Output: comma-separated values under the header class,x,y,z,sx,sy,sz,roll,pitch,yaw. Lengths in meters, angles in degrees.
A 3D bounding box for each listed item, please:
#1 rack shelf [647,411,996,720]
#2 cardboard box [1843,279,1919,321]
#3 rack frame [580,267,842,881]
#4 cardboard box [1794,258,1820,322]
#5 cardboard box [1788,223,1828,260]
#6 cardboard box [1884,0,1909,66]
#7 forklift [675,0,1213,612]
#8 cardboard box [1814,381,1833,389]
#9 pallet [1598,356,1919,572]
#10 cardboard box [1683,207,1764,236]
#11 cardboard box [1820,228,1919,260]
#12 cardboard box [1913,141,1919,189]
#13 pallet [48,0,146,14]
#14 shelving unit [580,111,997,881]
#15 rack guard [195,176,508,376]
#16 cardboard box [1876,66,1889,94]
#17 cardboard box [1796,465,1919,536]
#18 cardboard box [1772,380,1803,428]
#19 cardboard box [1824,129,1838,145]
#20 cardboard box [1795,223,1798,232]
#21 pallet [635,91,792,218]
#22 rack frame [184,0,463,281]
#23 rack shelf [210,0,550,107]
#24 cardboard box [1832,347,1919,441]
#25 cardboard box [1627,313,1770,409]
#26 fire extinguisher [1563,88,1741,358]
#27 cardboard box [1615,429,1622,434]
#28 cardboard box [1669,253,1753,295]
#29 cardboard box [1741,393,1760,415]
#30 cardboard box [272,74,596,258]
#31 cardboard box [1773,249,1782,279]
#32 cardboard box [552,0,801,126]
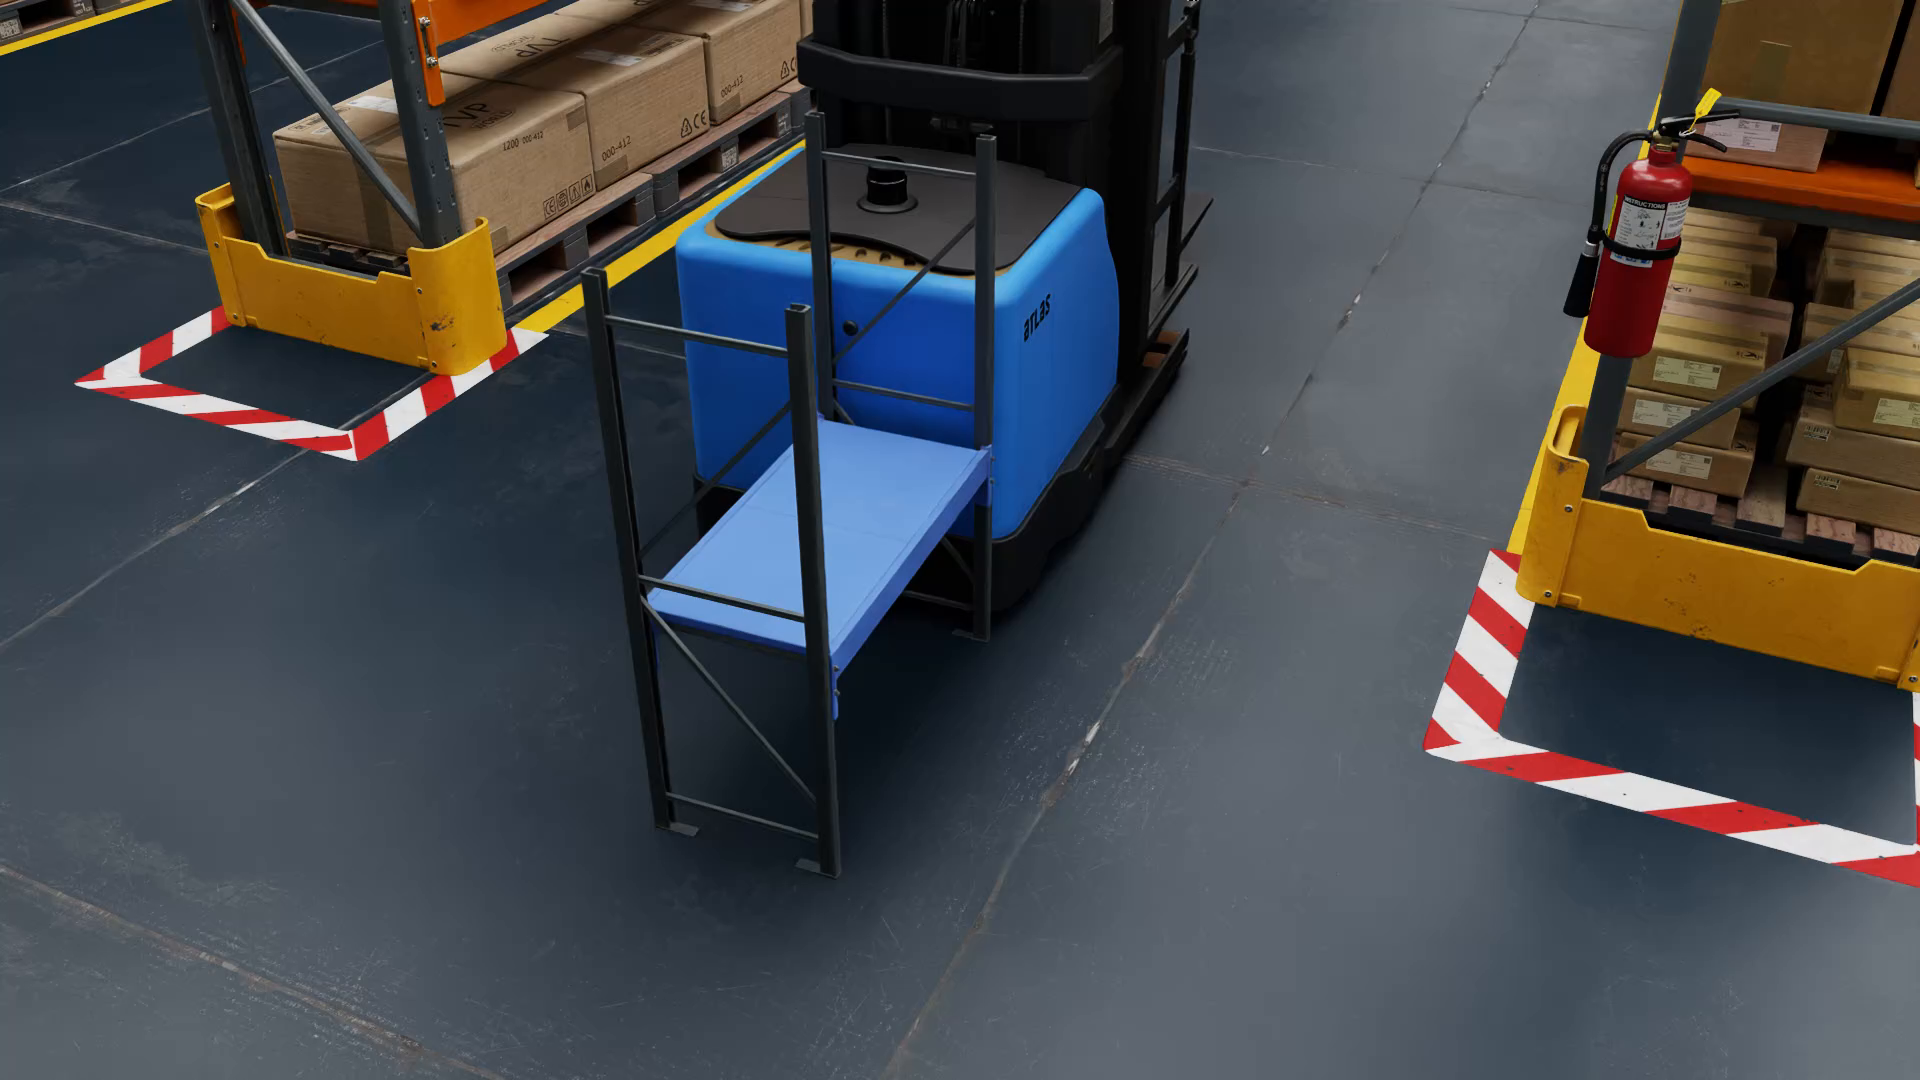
class,x,y,z,sx,sy,sz,roll,pitch,yaw
rack shelf,-0.337,0.025,4.172,0.538,0.185,1.000,12,35,18
cardboard box,2.983,-0.673,5.215,0.380,0.149,0.250,14,36,20
rack frame,-0.524,0.134,3.678,0.500,1.500,0.032,12,35,18
cardboard box,3.098,-0.829,5.724,0.380,0.149,0.250,12,35,18
cardboard box,3.296,-1.106,6.146,0.380,0.149,0.250,16,36,23
cardboard box,2.867,-1.595,4.585,0.500,0.500,0.500,14,36,21
forklift,0.207,-1.817,5.348,1.130,2.935,3.031,12,35,18
cardboard box,2.846,-0.430,5.116,0.380,0.149,0.250,14,36,20
pallet,2.631,-0.265,5.461,1.003,0.211,1.213,14,36,20
cardboard box,2.597,-1.082,5.838,0.380,0.149,0.250,16,36,22
cardboard box,3.136,-0.951,5.639,0.380,0.149,0.250,16,36,22
cardboard box,2.661,-0.978,4.234,0.380,0.149,0.250,14,36,20
pallet,-5.436,-3.703,10.705,1.003,0.211,1.213,14,36,20
shelving unit,-0.337,-0.125,4.073,0.538,1.500,1.048,12,35,18
rack guard,-2.321,-1.024,6.356,1.175,0.500,0.348,14,36,20
cardboard box,2.875,-1.396,4.873,0.380,0.149,0.250,16,36,23
cardboard box,2.737,-0.167,4.987,0.380,0.149,0.250,15,36,21
cardboard box,2.870,-0.442,5.405,0.380,0.149,0.250,15,36,21
cardboard box,2.245,-1.234,4.625,0.380,0.149,0.250,14,36,20
cardboard box,3.589,-1.339,6.773,0.380,0.149,0.250,13,36,19
pallet,-1.536,-1.937,8.012,1.003,0.211,1.213,14,36,20
rack frame,-2.311,-2.082,5.689,1.000,3.000,0.127,14,36,20
rack shelf,-1.474,-2.777,7.406,1.077,0.370,4.000,14,36,20
cardboard box,2.755,-0.412,4.817,0.380,0.149,0.250,13,35,18
cardboard box,2.219,-0.550,5.028,0.380,0.149,0.250,15,36,21
fire extinguisher,1.703,-0.789,4.128,0.296,0.674,0.183,14,36,20
cardboard box,2.274,-0.441,5.404,0.380,0.149,0.250,15,36,22
cardboard box,2.369,-0.821,5.440,0.380,0.149,0.250,13,36,19
cardboard box,2.347,-0.550,5.300,0.380,0.149,0.250,13,36,19
cardboard box,-2.126,-1.538,6.813,0.875,0.438,0.875,13,35,19
cardboard box,2.910,-1.061,6.349,0.380,0.149,0.250,15,36,22
cardboard box,-1.372,-2.444,8.195,0.875,0.438,0.875,13,35,19
